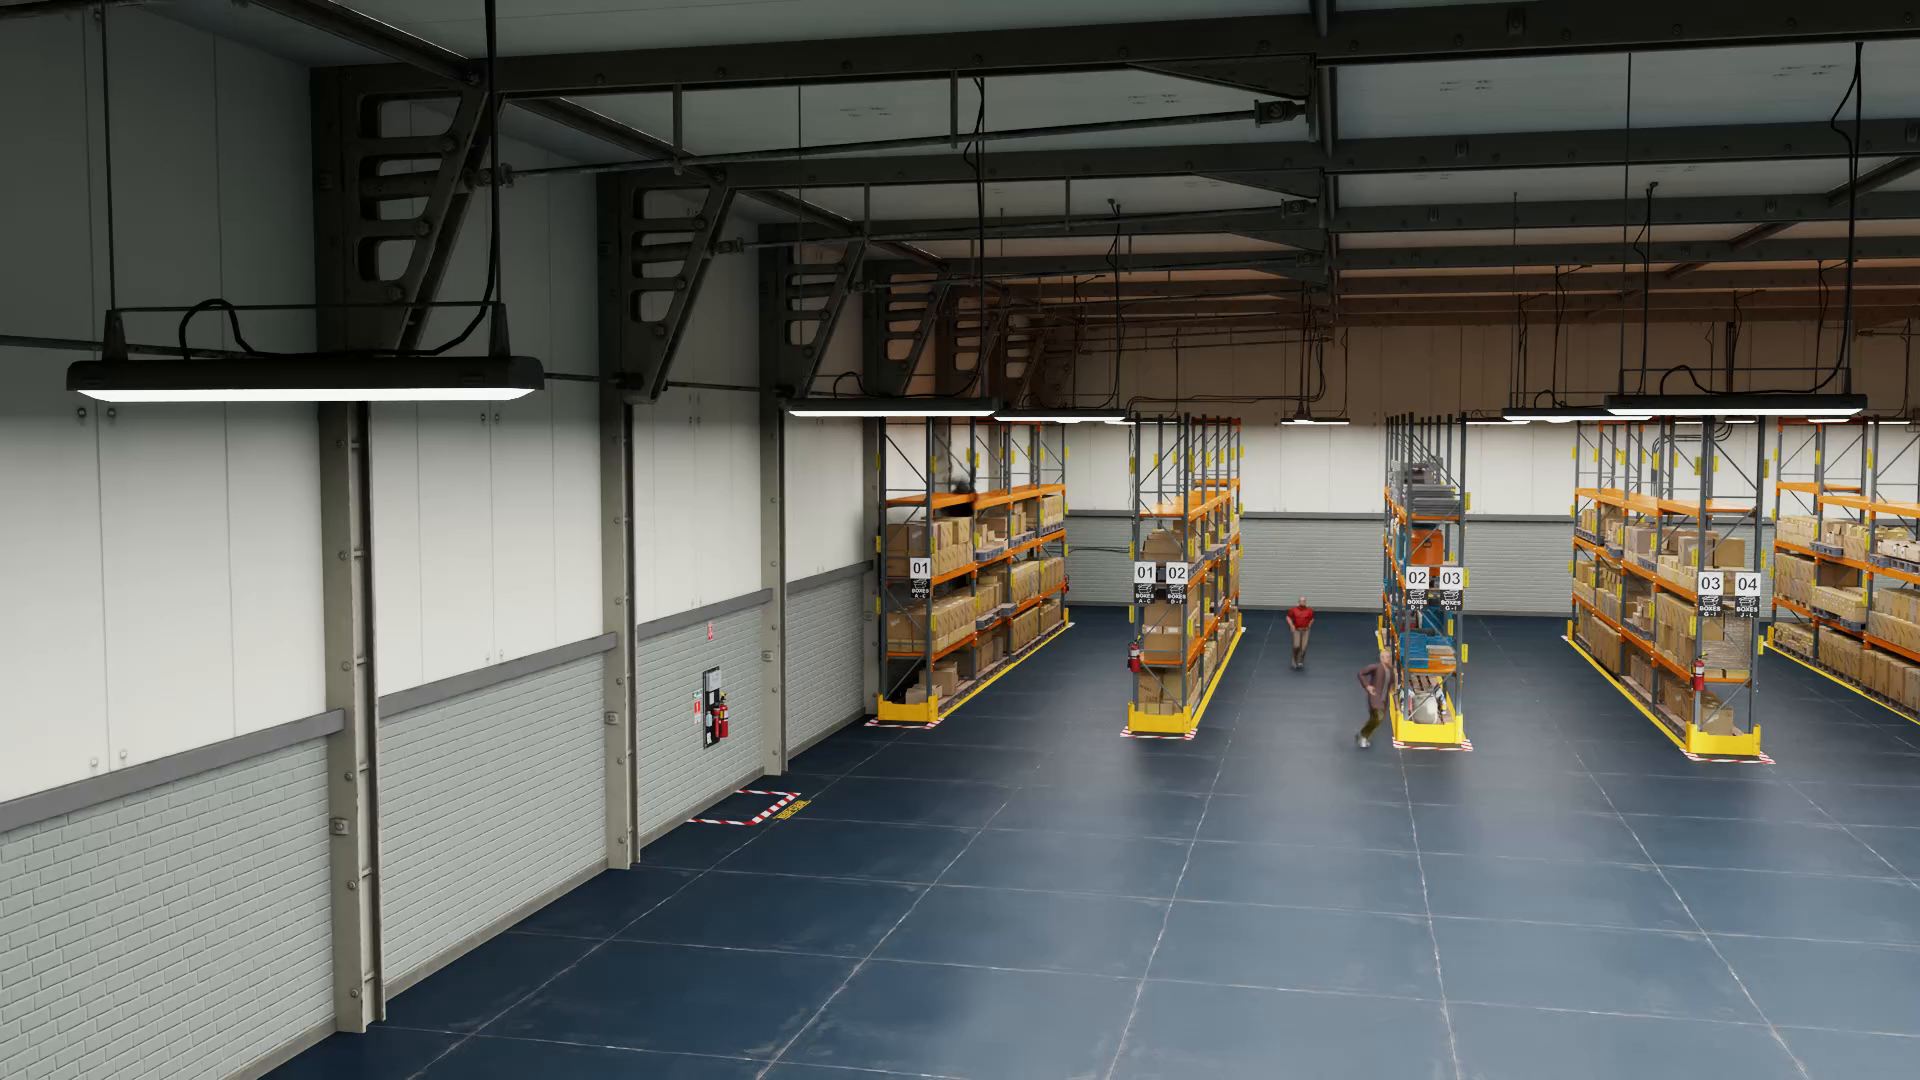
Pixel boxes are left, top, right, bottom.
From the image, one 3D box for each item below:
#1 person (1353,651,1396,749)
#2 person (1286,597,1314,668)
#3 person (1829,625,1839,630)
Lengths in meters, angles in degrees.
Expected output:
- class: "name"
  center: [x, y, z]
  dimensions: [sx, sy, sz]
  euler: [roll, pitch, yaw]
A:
- class: "person"
  center: [7.465, 2.851, 29.735]
  dimensions: [0.751, 1.730, 0.673]
  euler: [-2, 5, -33]
- class: "person"
  center: [8.093, 2.208, 39.437]
  dimensions: [0.630, 1.708, 0.648]
  euler: [0, 4, 2]
- class: "person"
  center: [23.182, 1.922, 44.144]
  dimensions: [0.627, 1.660, 0.587]
  euler: [-2, 4, -22]
